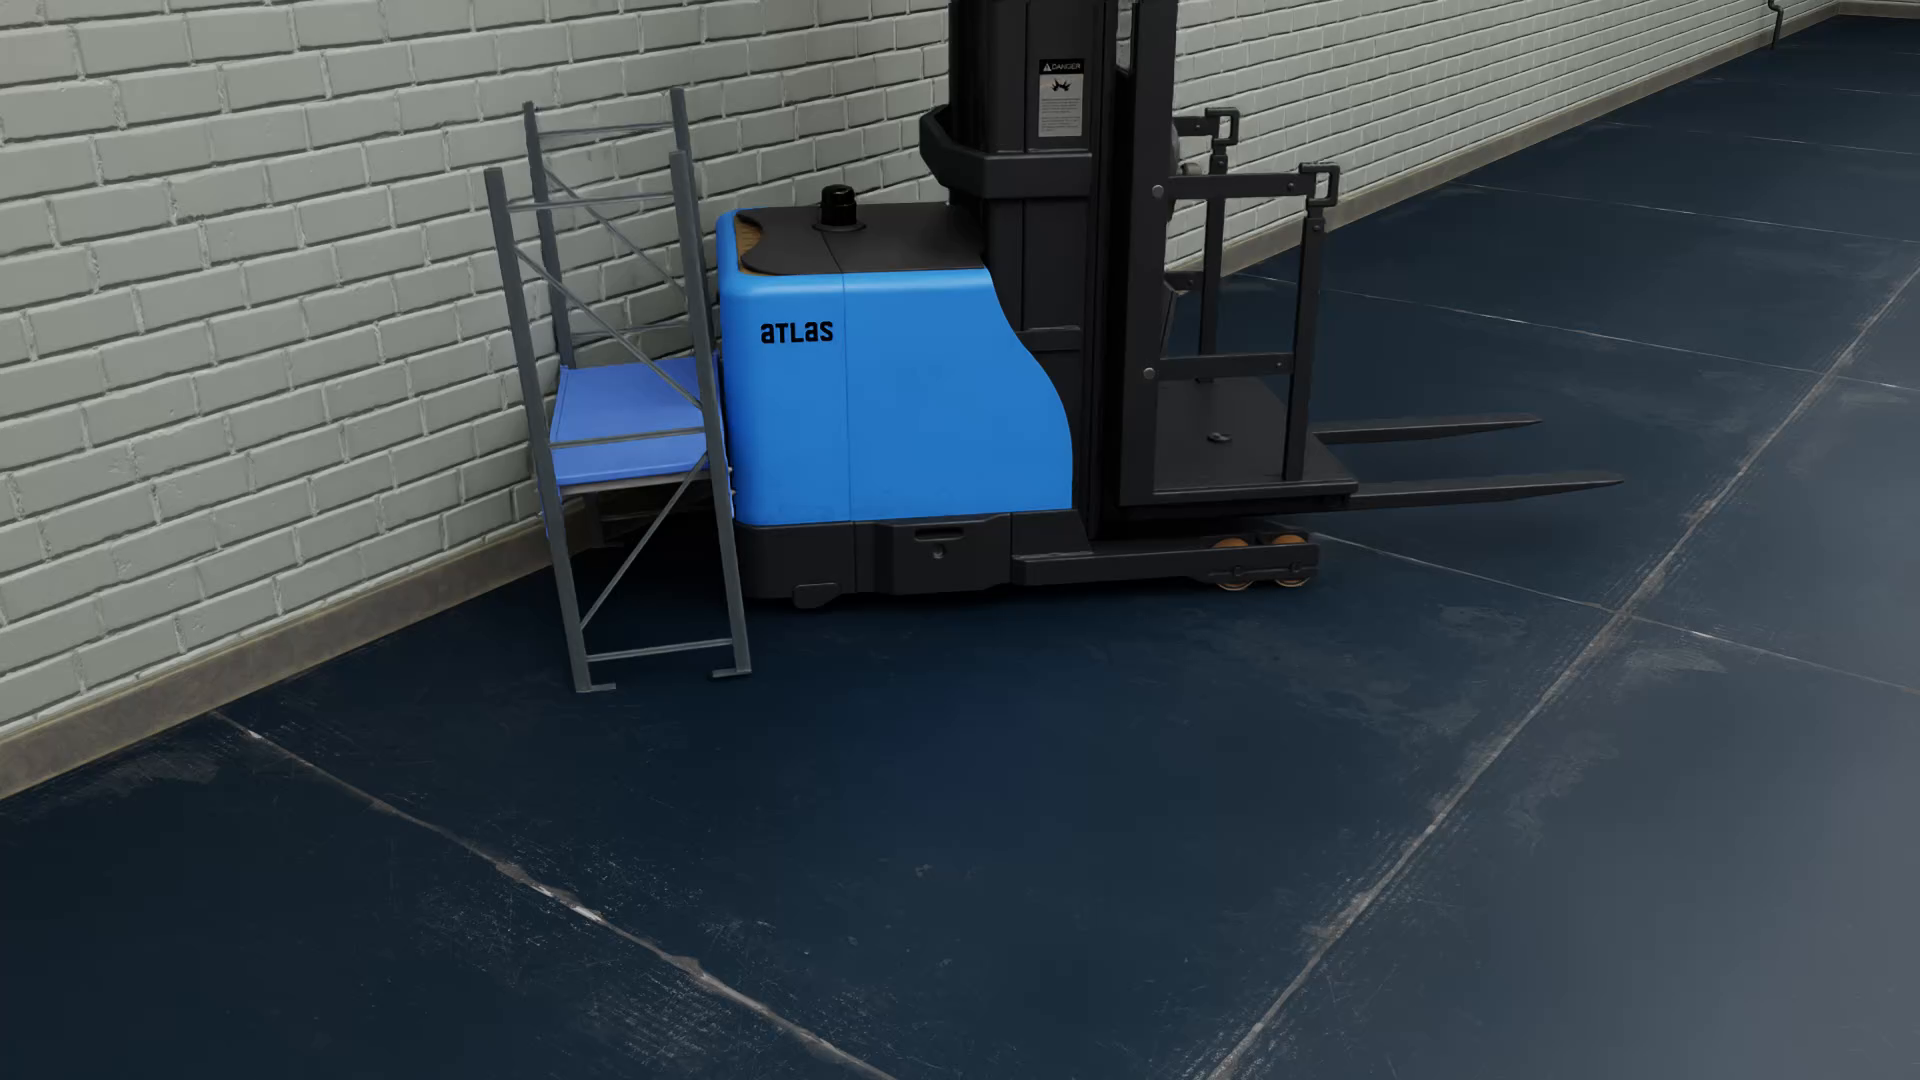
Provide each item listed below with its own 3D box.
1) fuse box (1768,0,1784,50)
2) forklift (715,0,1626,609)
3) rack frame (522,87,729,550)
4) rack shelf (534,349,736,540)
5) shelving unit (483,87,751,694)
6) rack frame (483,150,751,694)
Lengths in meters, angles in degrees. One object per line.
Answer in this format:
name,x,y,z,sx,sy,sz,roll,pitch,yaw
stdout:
fuse box,8.551,-5.916,17.055,0.414,1.711,0.539,17,29,33
forklift,0.722,-1.384,5.257,3.031,2.935,1.130,-3,24,-8
rack frame,-1.054,-0.682,5.402,0.500,1.500,0.032,-7,25,-7
rack shelf,-0.965,-0.314,5.018,0.538,0.185,1.000,-7,25,-7
shelving unit,-0.975,-0.477,4.944,0.538,1.500,1.048,-7,25,-7
rack frame,-0.897,-0.272,4.485,0.500,1.500,0.032,-7,25,-7
